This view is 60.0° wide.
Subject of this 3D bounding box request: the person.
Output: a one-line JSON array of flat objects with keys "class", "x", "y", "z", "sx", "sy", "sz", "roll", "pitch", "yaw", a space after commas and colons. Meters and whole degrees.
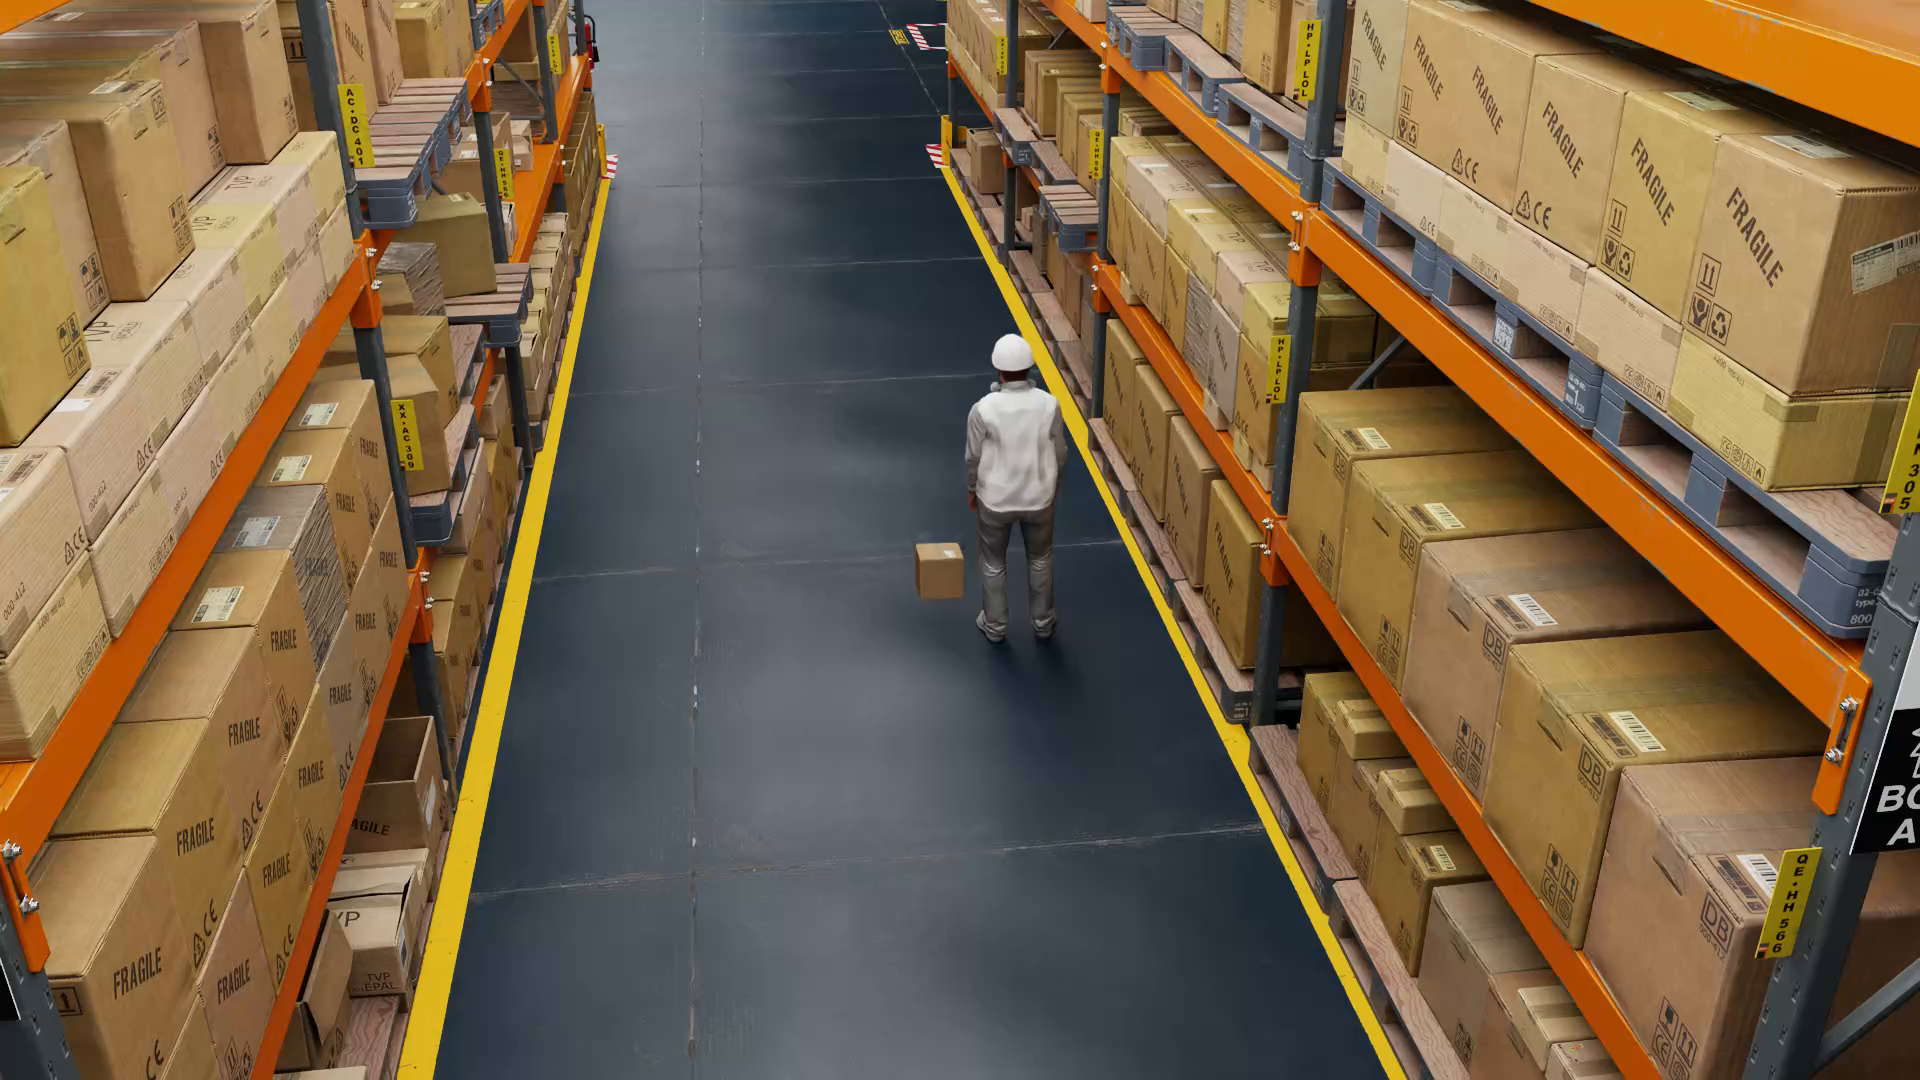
[{"class": "person", "x": 0.301, "y": -0.262, "z": 9.102, "sx": 0.566, "sy": 1.773, "sz": 0.447, "roll": -4, "pitch": 27, "yaw": -7}]
